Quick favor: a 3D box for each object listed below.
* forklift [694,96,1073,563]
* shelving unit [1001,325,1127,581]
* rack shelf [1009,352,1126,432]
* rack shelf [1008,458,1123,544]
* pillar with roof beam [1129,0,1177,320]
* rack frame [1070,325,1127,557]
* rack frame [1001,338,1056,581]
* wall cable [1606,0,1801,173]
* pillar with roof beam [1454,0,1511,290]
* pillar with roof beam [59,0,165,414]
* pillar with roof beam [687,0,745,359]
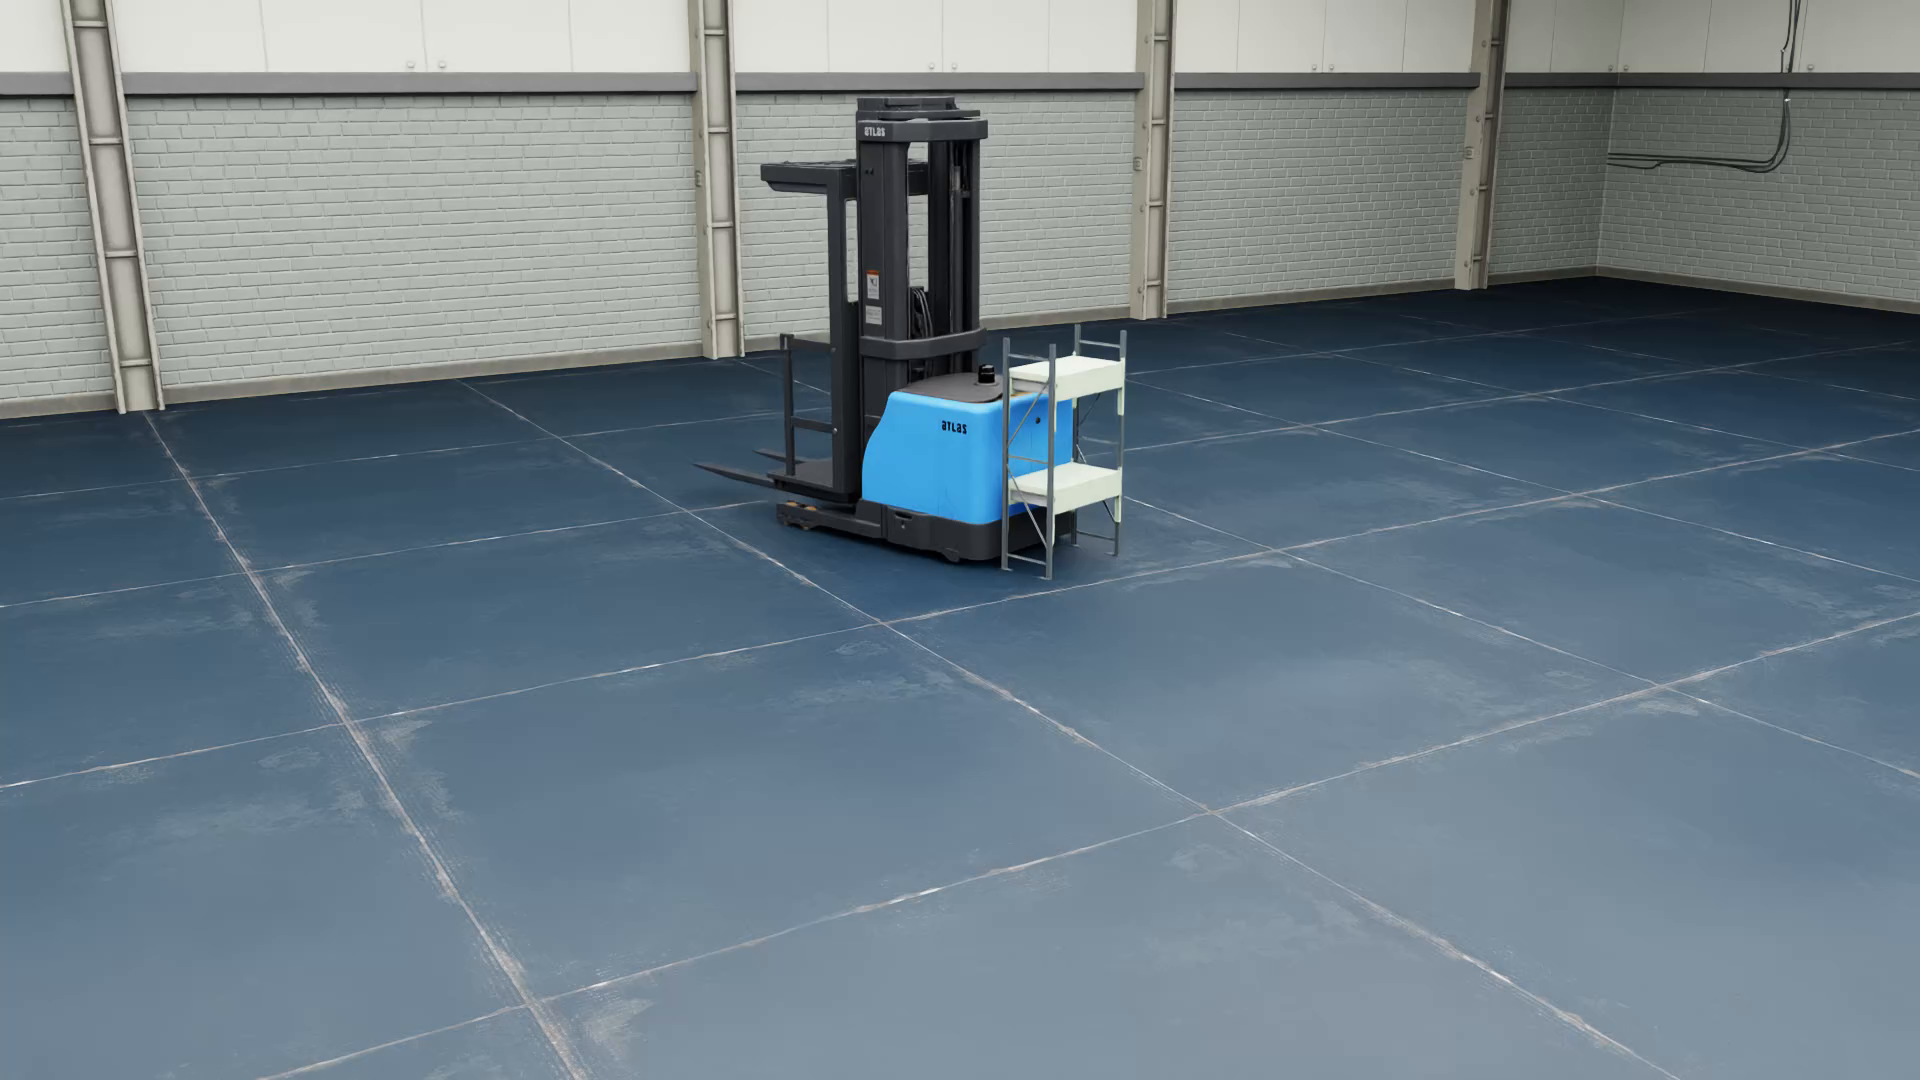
[{"bbox_3d":[-0.665,-1.574,11.594,3.031,2.935,1.130,13,20,39],"label":"forklift"},{"bbox_3d":[0.666,-0.574,10.676,0.431,1.500,0.755,13,20,39],"label":"shelving unit"},{"bbox_3d":[0.666,-0.949,10.571,0.431,0.370,0.720,13,20,39],"label":"rack shelf"},{"bbox_3d":[0.666,-0.260,10.765,0.431,0.370,0.720,13,20,39],"label":"rack shelf"},{"bbox_3d":[4.680,-6.258,17.062,0.400,9.000,9.100,-9,18,-30],"label":"pillar with roof beam"},{"bbox_3d":[0.907,-0.648,10.942,0.400,1.500,0.023,13,20,39],"label":"rack frame"},{"bbox_3d":[0.425,-0.499,10.411,0.400,1.500,0.023,13,20,39],"label":"rack frame"},{"bbox_3d":[10.813,-6.696,24.379,0.112,2.526,3.097,-9,18,-30],"label":"wall cable"},{"bbox_3d":[9.824,-7.092,20.038,0.400,9.000,9.100,-9,18,-30],"label":"pillar with roof beam"},{"bbox_3d":[-5.606,-4.590,11.112,0.400,9.000,9.100,-9,18,-30],"label":"pillar with roof beam"},{"bbox_3d":[-0.463,-5.424,14.087,0.400,9.000,9.100,-9,18,-30],"label":"pillar with roof beam"}]
